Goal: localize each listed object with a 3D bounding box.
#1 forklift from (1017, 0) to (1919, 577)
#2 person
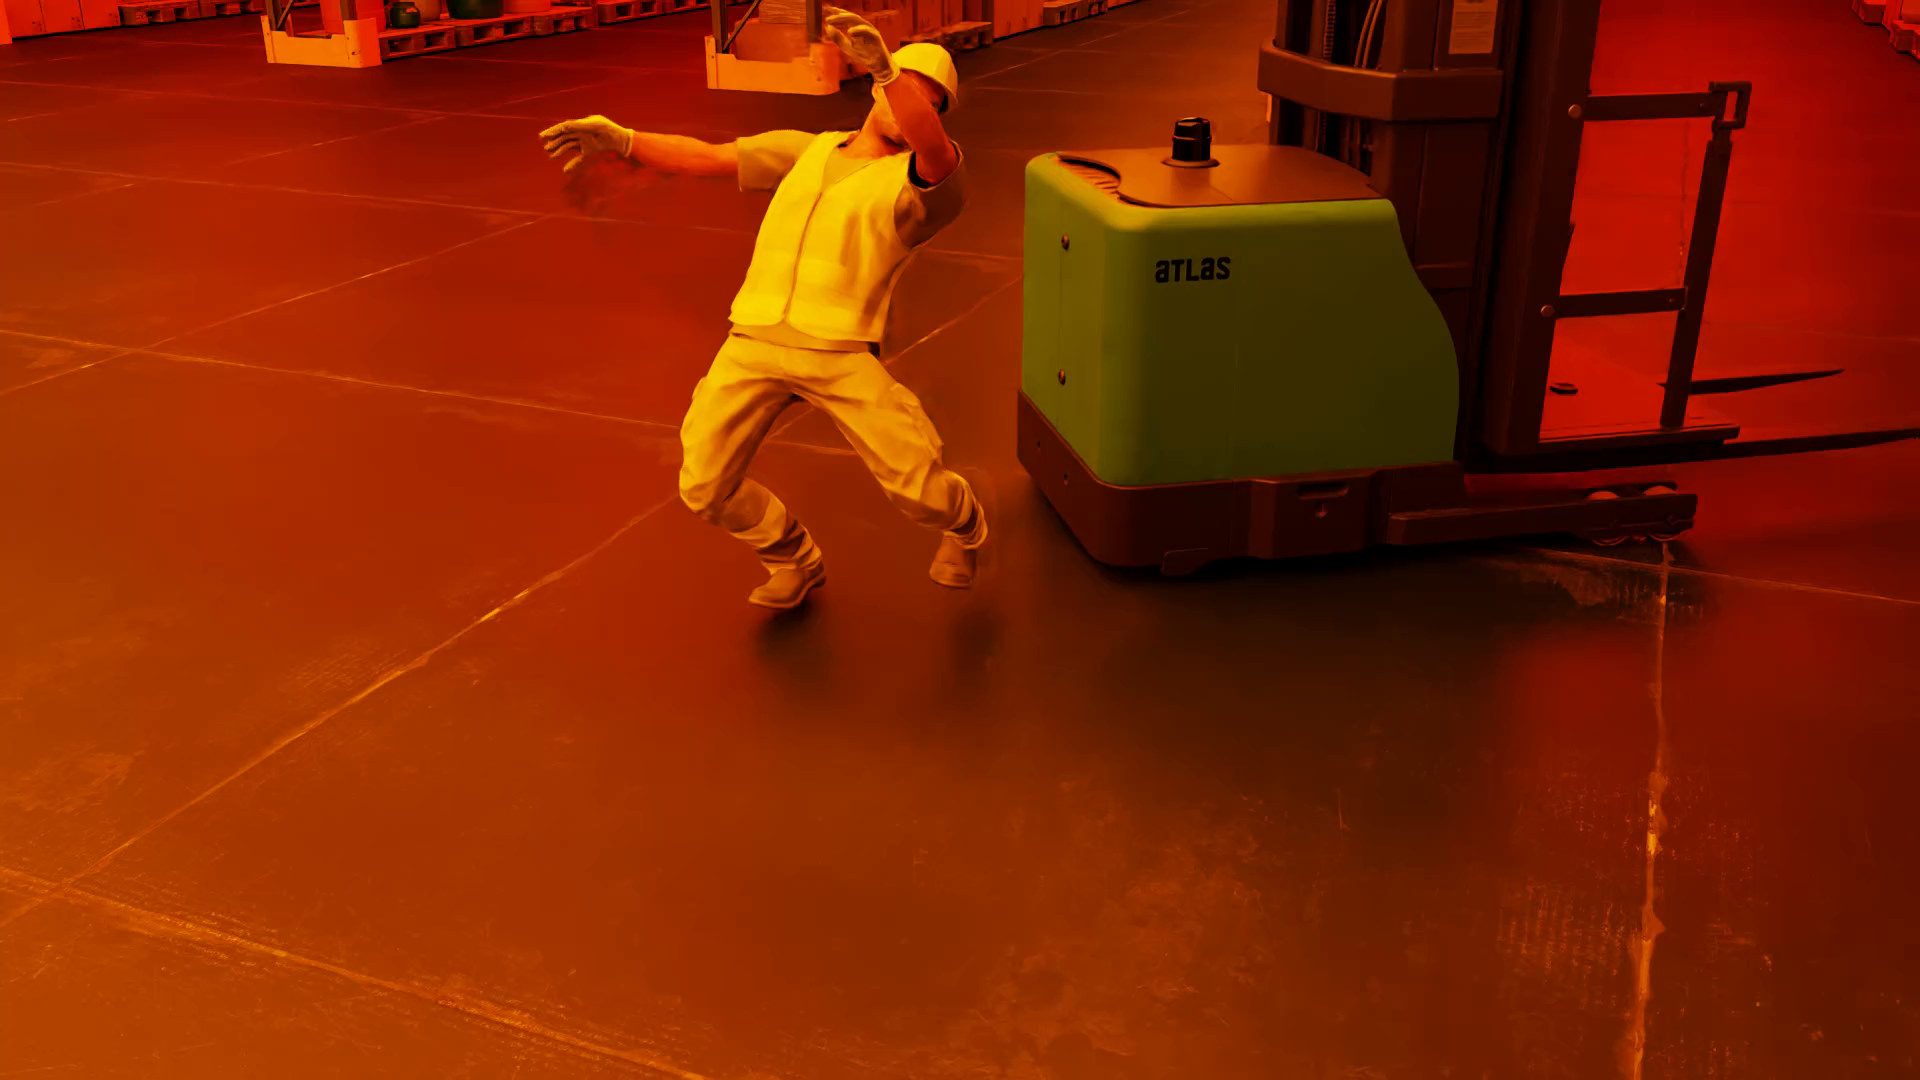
[{"bbox_3d":[1.763,-1.526,4.943,3.031,2.935,1.130,-5,23,-12],"label":"forklift"},{"bbox_3d":[-0.479,-0.593,4.353,1.081,1.604,0.700,6,23,15],"label":"person"}]
